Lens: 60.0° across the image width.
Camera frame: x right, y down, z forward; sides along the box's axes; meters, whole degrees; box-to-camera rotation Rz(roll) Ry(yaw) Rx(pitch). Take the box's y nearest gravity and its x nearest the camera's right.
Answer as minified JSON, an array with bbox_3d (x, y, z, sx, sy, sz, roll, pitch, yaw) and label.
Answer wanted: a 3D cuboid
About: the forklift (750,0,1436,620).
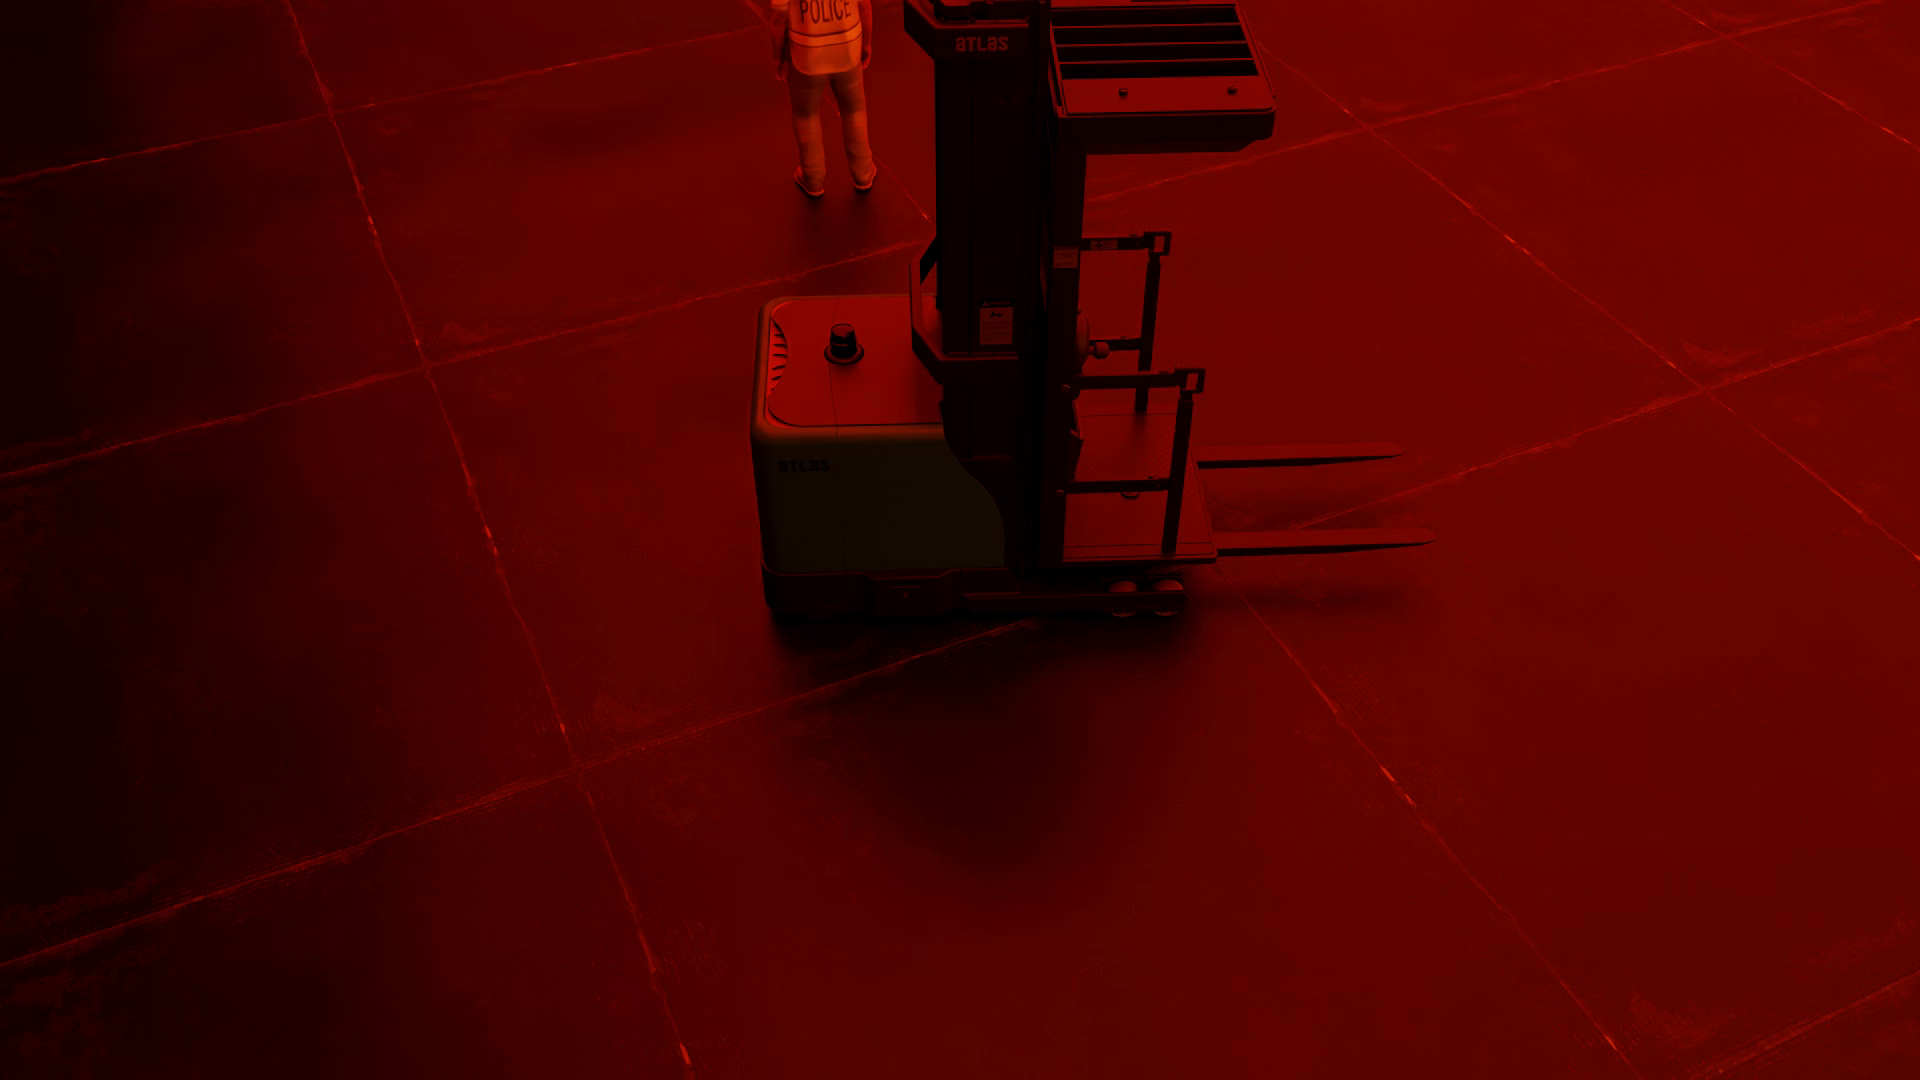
[{"bbox_3d":[0.622,-1.090,6.848,3.031,2.935,1.130,-2,43,-2],"label":"forklift"}]

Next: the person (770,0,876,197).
[{"bbox_3d":[-0.780,-2.791,9.536,0.606,1.747,0.442,-11,44,-11],"label":"person"}]
